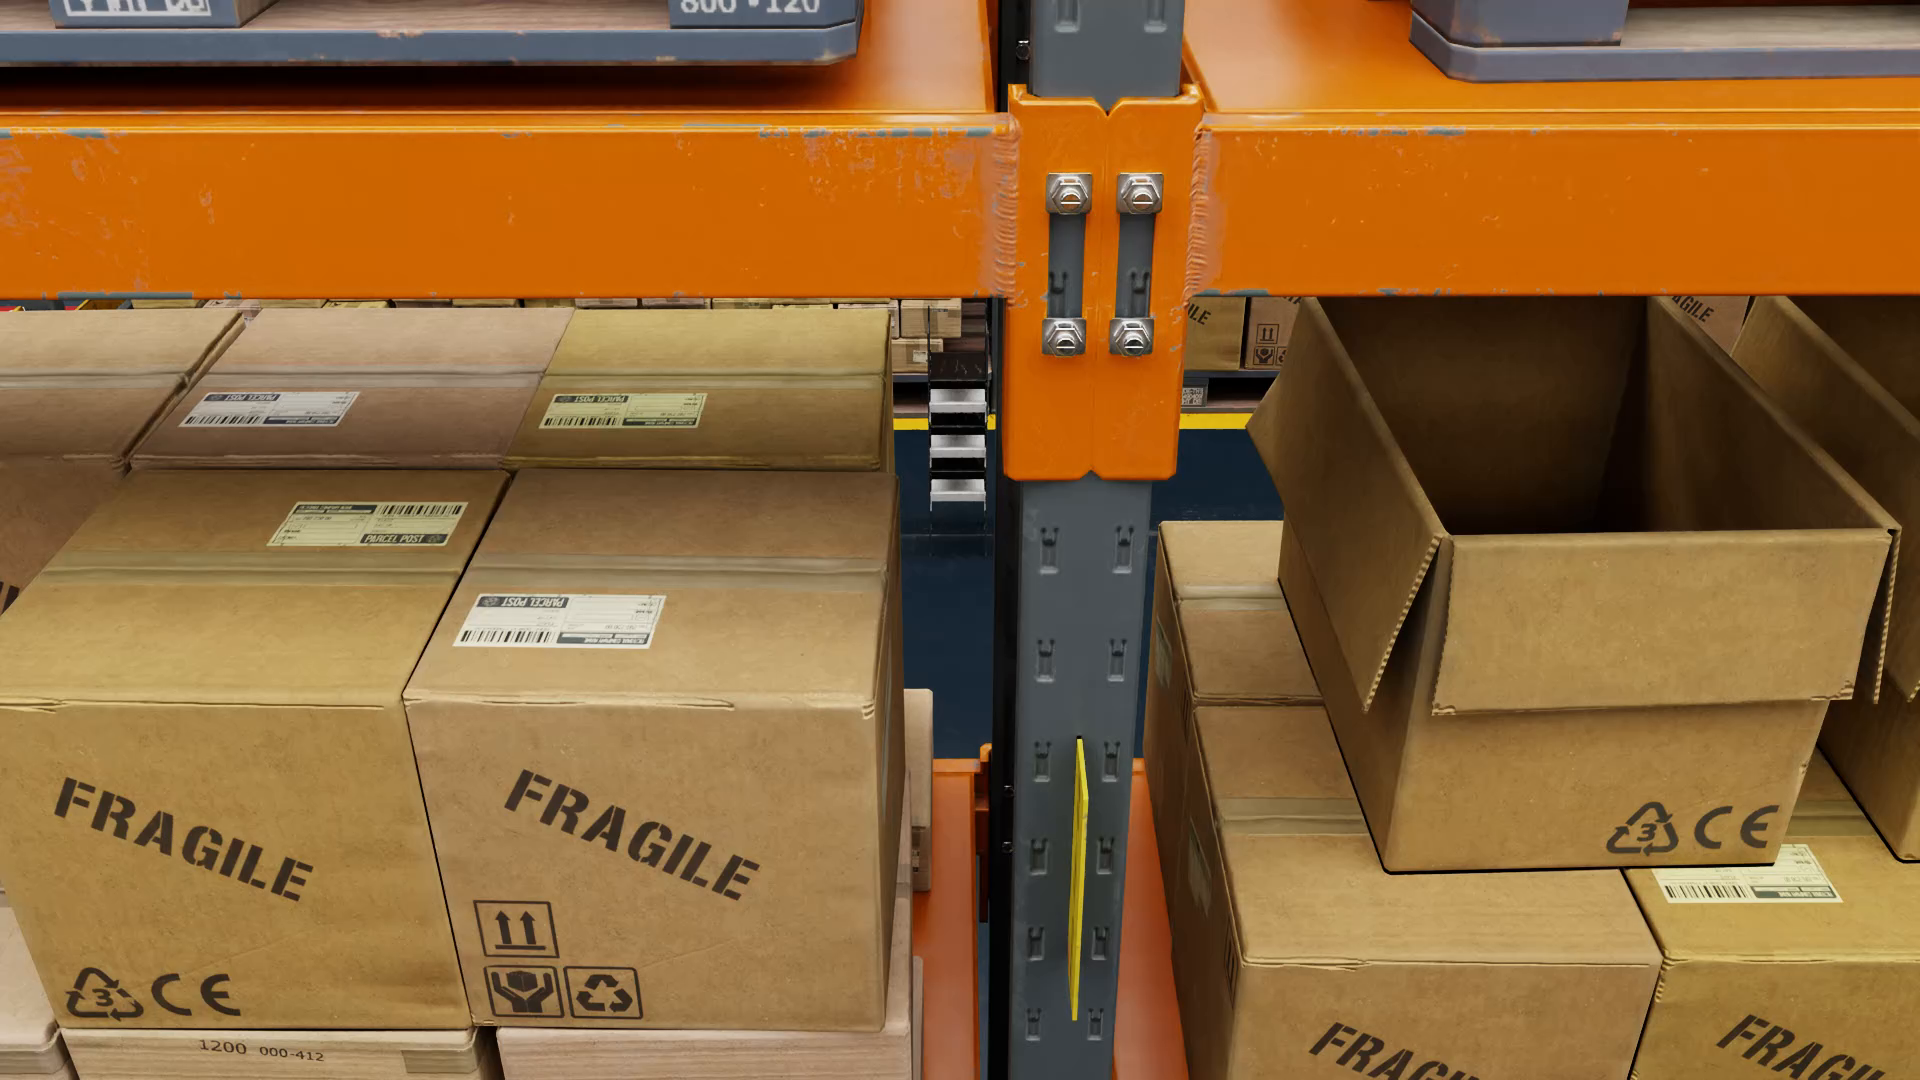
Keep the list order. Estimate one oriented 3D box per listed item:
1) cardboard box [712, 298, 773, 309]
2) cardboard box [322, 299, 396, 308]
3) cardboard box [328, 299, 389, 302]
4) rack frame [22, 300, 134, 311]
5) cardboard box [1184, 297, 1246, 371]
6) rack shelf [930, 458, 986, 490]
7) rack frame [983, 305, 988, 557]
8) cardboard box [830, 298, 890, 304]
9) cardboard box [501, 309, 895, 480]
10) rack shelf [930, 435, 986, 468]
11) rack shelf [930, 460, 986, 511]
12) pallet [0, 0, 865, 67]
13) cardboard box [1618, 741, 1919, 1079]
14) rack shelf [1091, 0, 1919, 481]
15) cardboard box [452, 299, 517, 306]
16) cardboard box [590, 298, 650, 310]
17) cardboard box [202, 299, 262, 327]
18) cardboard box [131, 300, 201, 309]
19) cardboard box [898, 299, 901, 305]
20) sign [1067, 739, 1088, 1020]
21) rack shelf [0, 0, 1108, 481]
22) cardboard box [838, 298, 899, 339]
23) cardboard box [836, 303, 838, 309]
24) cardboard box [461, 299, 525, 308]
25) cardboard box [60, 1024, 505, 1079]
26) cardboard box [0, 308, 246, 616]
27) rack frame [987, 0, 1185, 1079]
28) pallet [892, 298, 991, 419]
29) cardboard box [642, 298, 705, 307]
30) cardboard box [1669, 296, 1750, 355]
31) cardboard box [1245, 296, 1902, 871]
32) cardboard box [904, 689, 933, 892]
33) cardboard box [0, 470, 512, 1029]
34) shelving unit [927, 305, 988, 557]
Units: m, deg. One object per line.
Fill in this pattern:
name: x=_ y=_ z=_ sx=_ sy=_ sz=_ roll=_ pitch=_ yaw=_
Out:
cardboard box: x=-0.908 y=-1.035 z=7.121 sx=0.250 sy=0.149 sz=0.380 roll=0 pitch=31 yaw=0
cardboard box: x=-2.504 y=-0.987 z=7.041 sx=0.250 sy=0.149 sz=0.380 roll=1 pitch=31 yaw=1
cardboard box: x=-2.504 y=-1.149 z=7.023 sx=0.250 sy=0.149 sz=0.380 roll=-2 pitch=31 yaw=-3
rack frame: x=-3.805 y=-2.068 z=6.766 sx=0.127 sy=3.000 sz=1.000 roll=0 pitch=31 yaw=0
cardboard box: x=0.935 y=-1.056 z=7.103 sx=0.500 sy=0.500 sz=0.500 roll=1 pitch=31 yaw=2
rack shelf: x=-0.008 y=-0.279 z=6.081 sx=0.200 sy=0.077 sz=0.258 roll=0 pitch=31 yaw=0
rack frame: x=0.094 y=-0.385 z=6.017 sx=0.006 sy=0.900 sz=0.240 roll=0 pitch=31 yaw=0
cardboard box: x=-0.415 y=-1.138 z=7.003 sx=0.250 sy=0.149 sz=0.380 roll=0 pitch=31 yaw=0
cardboard box: x=-0.357 y=-0.022 z=2.529 sx=0.500 sy=0.500 sz=0.500 roll=0 pitch=31 yaw=0
rack shelf: x=-0.008 y=-0.356 z=6.034 sx=0.200 sy=0.077 sz=0.258 roll=0 pitch=31 yaw=0
rack shelf: x=-0.008 y=-0.202 z=6.127 sx=0.200 sy=0.077 sz=0.258 roll=0 pitch=31 yaw=0
pallet: x=-0.695 y=-0.754 z=1.796 sx=1.213 sy=0.211 sz=1.003 roll=0 pitch=31 yaw=0
cardboard box: x=1.088 y=0.576 z=2.312 sx=0.500 sy=0.500 sz=0.500 roll=0 pitch=31 yaw=0
rack shelf: x=2.124 y=-0.488 z=1.965 sx=4.000 sy=0.370 sz=1.077 roll=0 pitch=31 yaw=0
cardboard box: x=-1.963 y=-1.123 z=6.978 sx=0.250 sy=0.149 sz=0.380 roll=0 pitch=31 yaw=0
cardboard box: x=-1.431 y=-1.034 z=7.119 sx=0.250 sy=0.149 sz=0.380 roll=-2 pitch=31 yaw=-3
cardboard box: x=-3.005 y=-0.996 z=7.056 sx=0.250 sy=0.149 sz=0.380 roll=0 pitch=31 yaw=-1
cardboard box: x=-3.279 y=-1.108 z=6.955 sx=0.250 sy=0.149 sz=0.380 roll=-2 pitch=31 yaw=-3
cardboard box: x=-0.171 y=-1.206 z=7.690 sx=0.250 sy=0.149 sz=0.380 roll=-1 pitch=31 yaw=-2
sign: x=0.129 y=0.377 z=1.826 sx=0.005 sy=0.325 sz=0.100 roll=0 pitch=31 yaw=0
rack shelf: x=-1.876 y=-0.476 z=1.944 sx=4.000 sy=0.370 sz=1.077 roll=0 pitch=31 yaw=0
cardboard box: x=-0.389 y=-0.995 z=7.055 sx=0.250 sy=0.149 sz=0.380 roll=-2 pitch=31 yaw=-3
cardboard box: x=-0.456 y=-0.906 z=7.194 sx=0.250 sy=0.149 sz=0.380 roll=1 pitch=31 yaw=1
cardboard box: x=-1.968 y=-1.059 z=7.161 sx=0.250 sy=0.149 sz=0.380 roll=1 pitch=31 yaw=2
cardboard box: x=-0.834 y=0.570 z=2.276 sx=0.500 sy=0.250 sz=0.500 roll=1 pitch=31 yaw=1
cardboard box: x=-1.370 y=-0.020 z=2.527 sx=0.500 sy=0.500 sz=0.500 roll=-1 pitch=31 yaw=-2
rack frame: x=0.124 y=0.491 z=2.549 sx=0.053 sy=2.616 sz=0.949 roll=0 pitch=31 yaw=0
pallet: x=-0.477 y=-0.868 z=7.476 sx=1.213 sy=0.211 sz=1.003 roll=0 pitch=31 yaw=0
cardboard box: x=-1.194 y=-1.124 z=6.981 sx=0.250 sy=0.149 sz=0.380 roll=-2 pitch=31 yaw=-3
cardboard box: x=3.019 y=-1.066 z=7.121 sx=0.500 sy=0.500 sz=0.500 roll=1 pitch=31 yaw=2
cardboard box: x=0.762 y=0.015 z=2.270 sx=0.637 sy=0.503 sz=0.797 roll=-1 pitch=31 yaw=-2
cardboard box: x=-0.174 y=0.429 z=2.894 sx=0.250 sy=0.149 sz=0.380 roll=0 pitch=31 yaw=0
cardboard box: x=-0.835 y=0.249 z=2.083 sx=0.500 sy=0.500 sz=0.500 roll=0 pitch=31 yaw=0
shelving unit: x=-0.008 y=-0.385 z=6.017 sx=0.210 sy=0.900 sz=0.258 roll=0 pitch=31 yaw=0
